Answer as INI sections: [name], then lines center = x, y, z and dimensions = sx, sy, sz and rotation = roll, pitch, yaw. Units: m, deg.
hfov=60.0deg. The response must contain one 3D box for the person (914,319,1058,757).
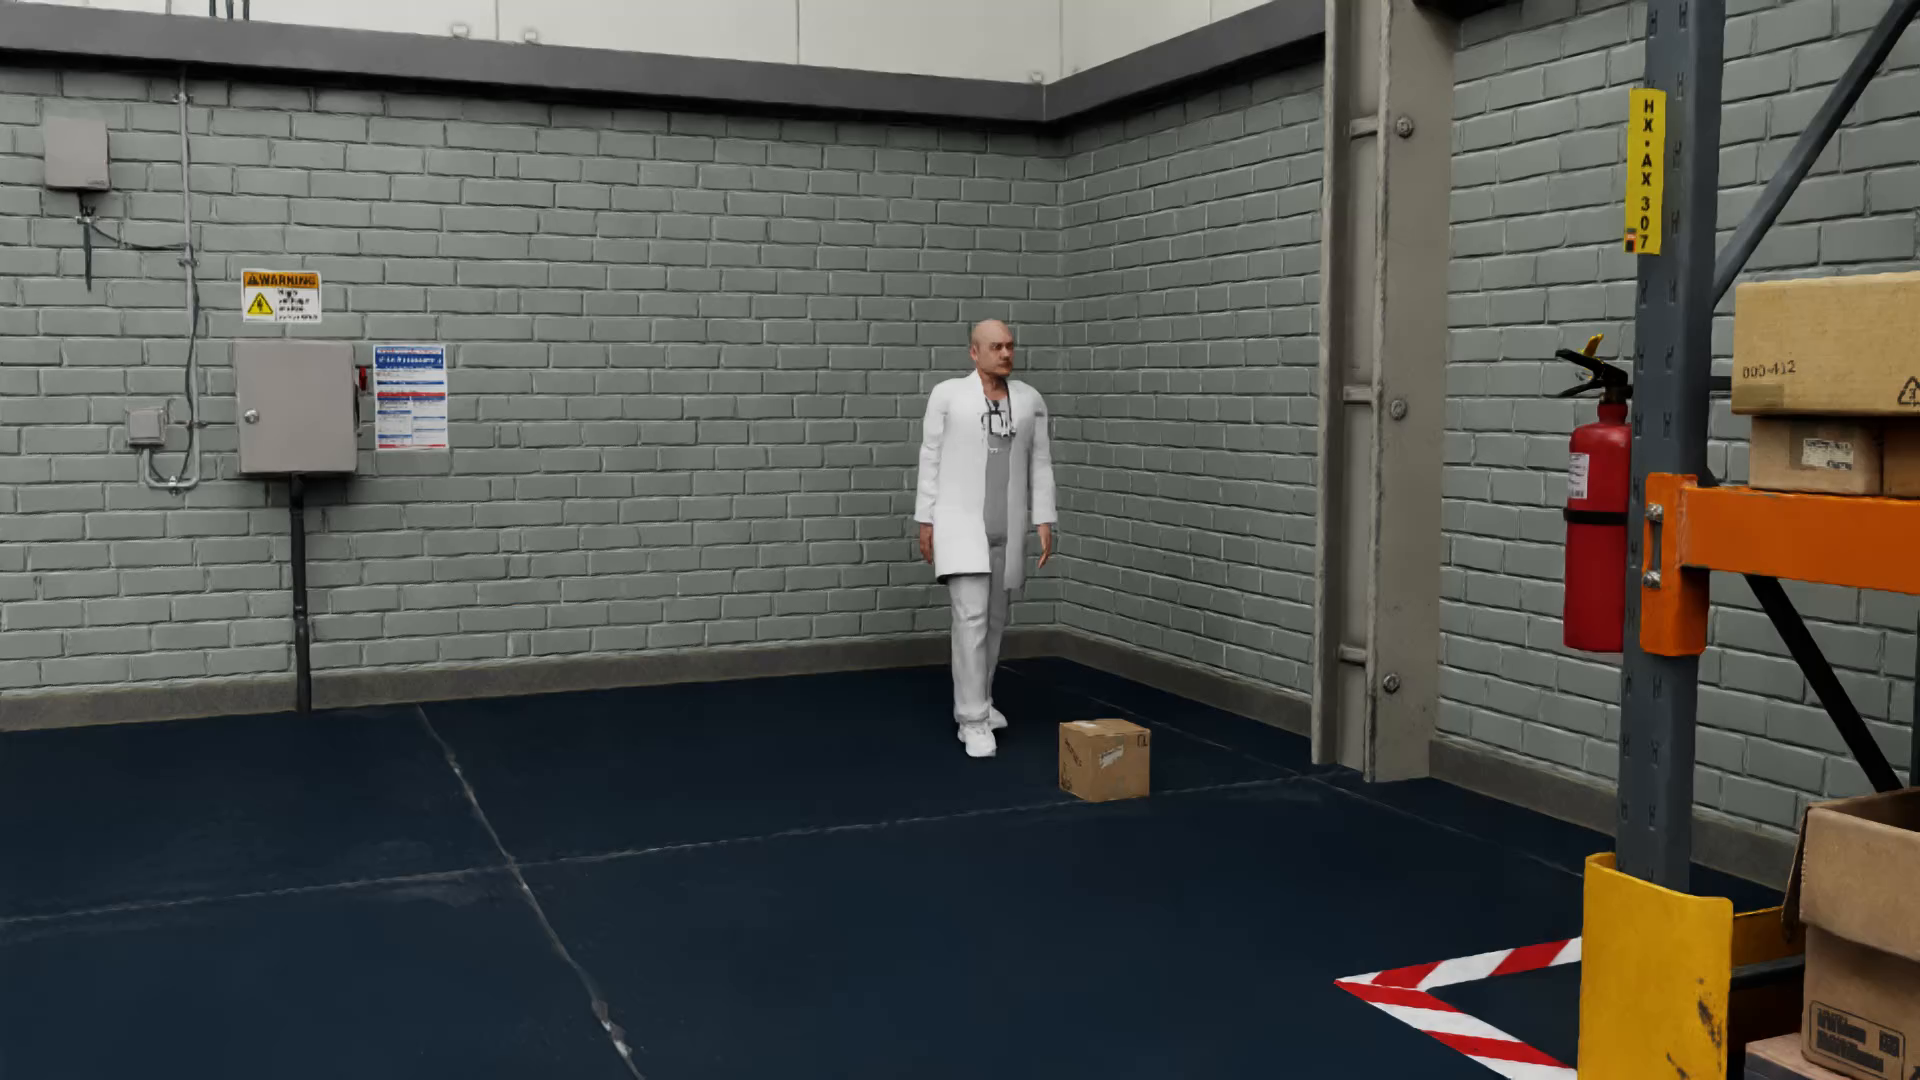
[person]
center = 0.151, -0.042, 7.032
dimensions = 0.577, 1.773, 0.760
rotation = -3, 6, -26
